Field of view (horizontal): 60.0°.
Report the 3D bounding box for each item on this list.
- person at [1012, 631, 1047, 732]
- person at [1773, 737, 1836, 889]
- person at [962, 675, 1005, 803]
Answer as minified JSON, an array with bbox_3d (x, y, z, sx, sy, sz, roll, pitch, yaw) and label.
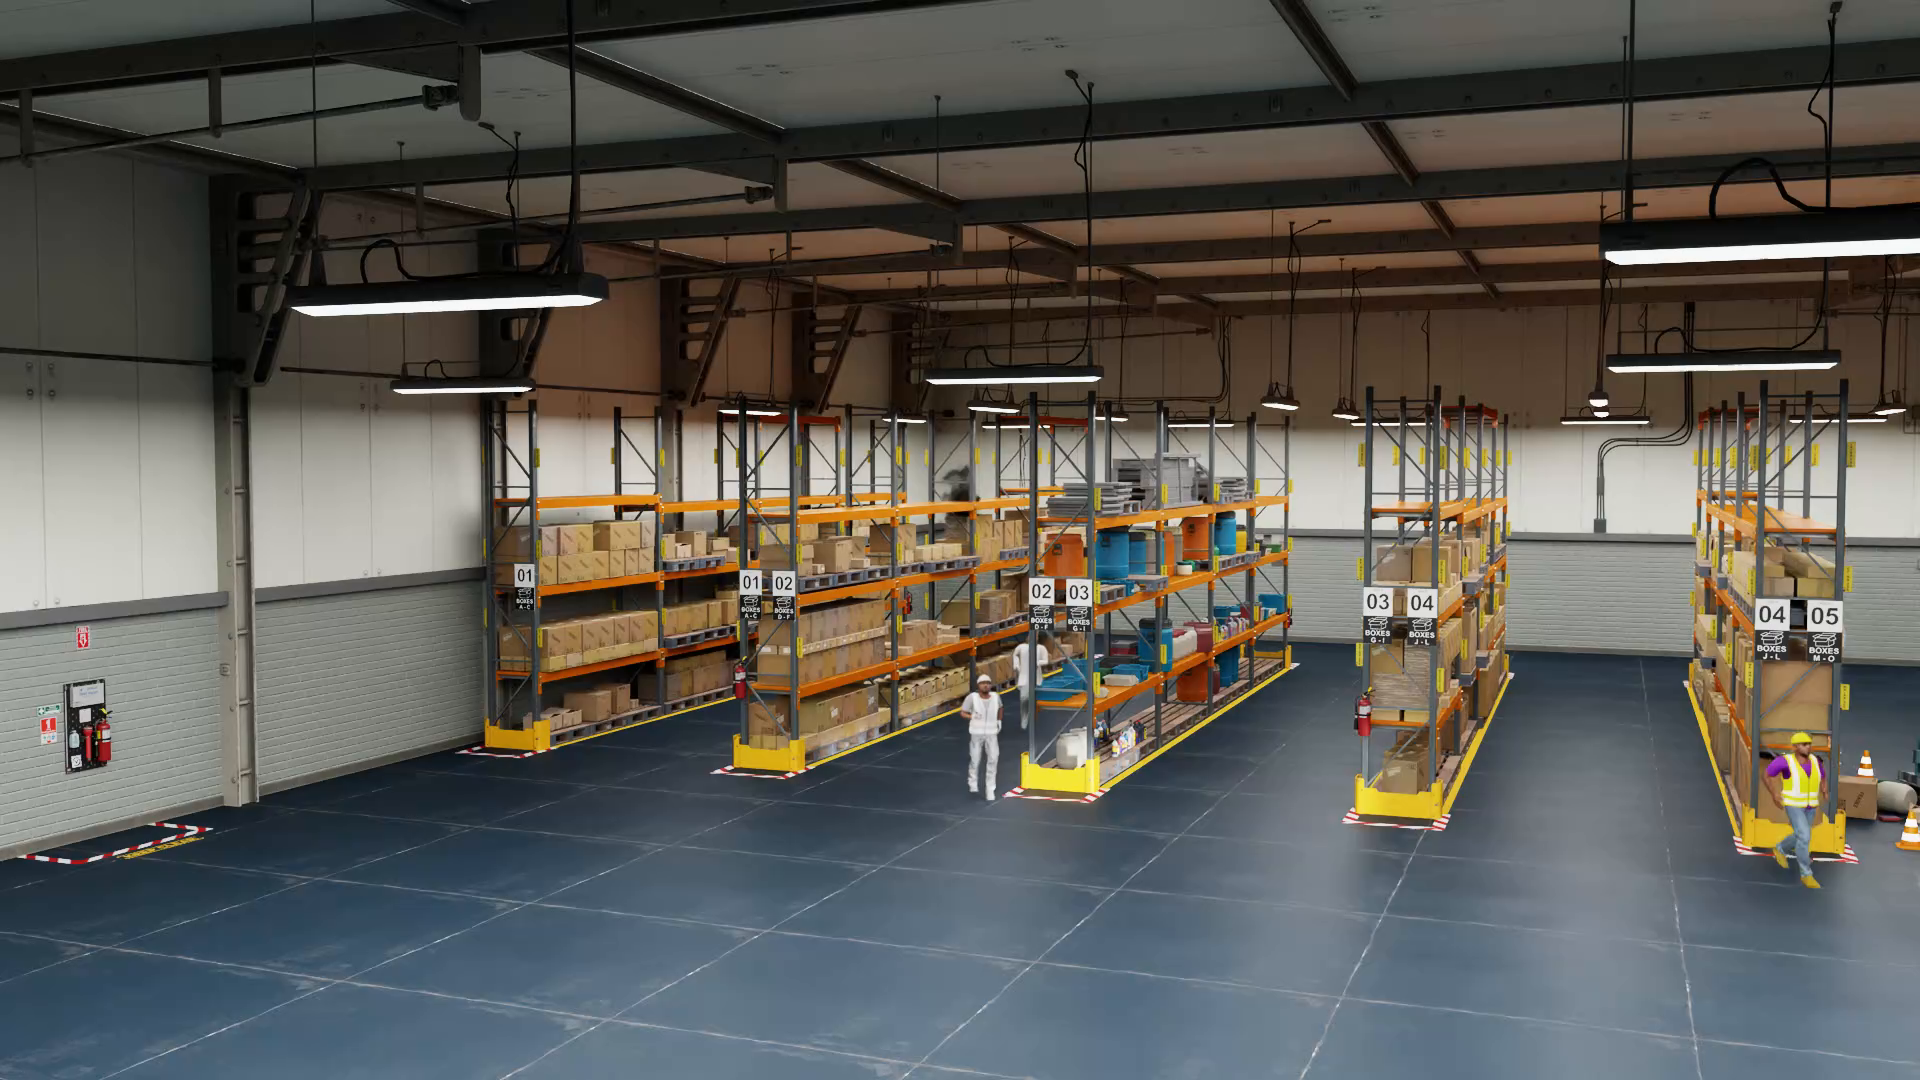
[{"bbox_3d":[1.286,2.627,30.759,0.677,1.743,0.912,0,3,7],"label":"person"},{"bbox_3d":[9.968,3.175,19.593,0.720,1.736,0.704,-1,3,-12],"label":"person"},{"bbox_3d":[0.373,2.885,24.365,0.683,1.804,0.852,0,3,-10],"label":"person"}]
